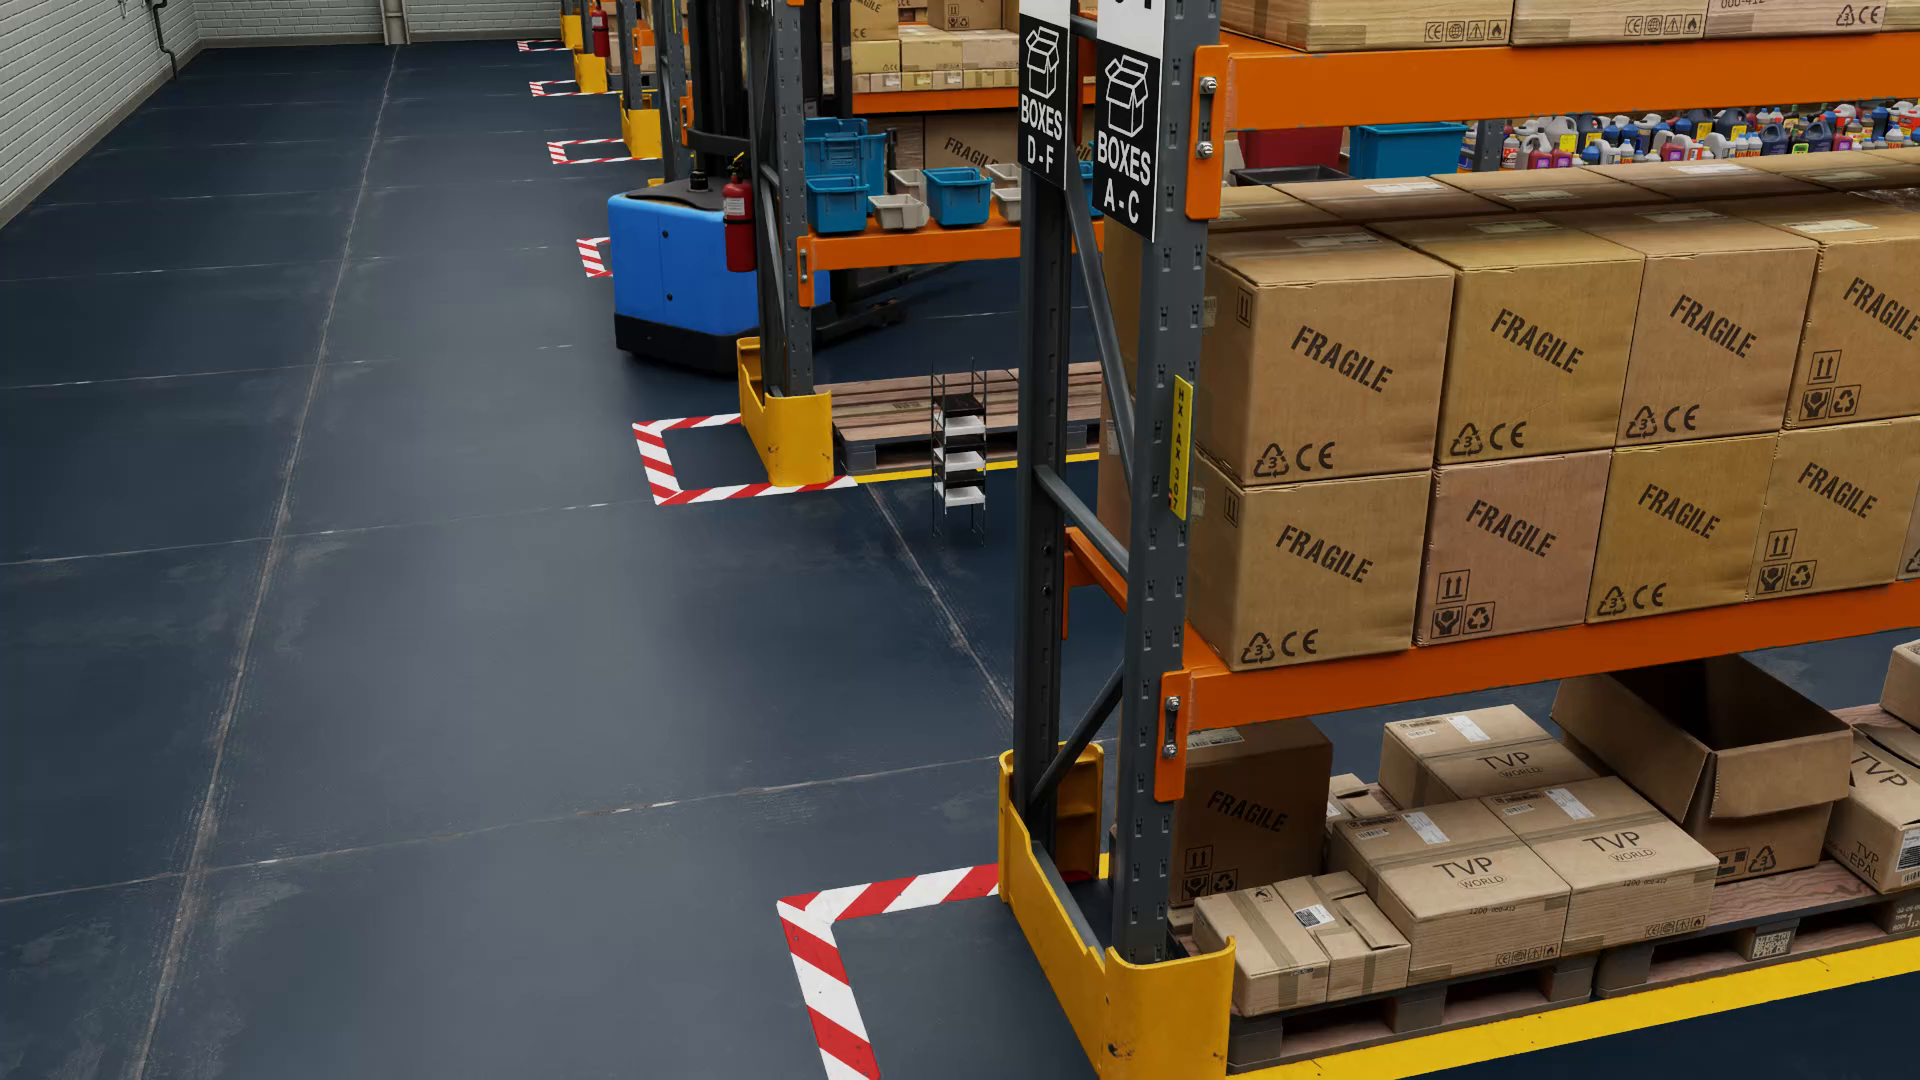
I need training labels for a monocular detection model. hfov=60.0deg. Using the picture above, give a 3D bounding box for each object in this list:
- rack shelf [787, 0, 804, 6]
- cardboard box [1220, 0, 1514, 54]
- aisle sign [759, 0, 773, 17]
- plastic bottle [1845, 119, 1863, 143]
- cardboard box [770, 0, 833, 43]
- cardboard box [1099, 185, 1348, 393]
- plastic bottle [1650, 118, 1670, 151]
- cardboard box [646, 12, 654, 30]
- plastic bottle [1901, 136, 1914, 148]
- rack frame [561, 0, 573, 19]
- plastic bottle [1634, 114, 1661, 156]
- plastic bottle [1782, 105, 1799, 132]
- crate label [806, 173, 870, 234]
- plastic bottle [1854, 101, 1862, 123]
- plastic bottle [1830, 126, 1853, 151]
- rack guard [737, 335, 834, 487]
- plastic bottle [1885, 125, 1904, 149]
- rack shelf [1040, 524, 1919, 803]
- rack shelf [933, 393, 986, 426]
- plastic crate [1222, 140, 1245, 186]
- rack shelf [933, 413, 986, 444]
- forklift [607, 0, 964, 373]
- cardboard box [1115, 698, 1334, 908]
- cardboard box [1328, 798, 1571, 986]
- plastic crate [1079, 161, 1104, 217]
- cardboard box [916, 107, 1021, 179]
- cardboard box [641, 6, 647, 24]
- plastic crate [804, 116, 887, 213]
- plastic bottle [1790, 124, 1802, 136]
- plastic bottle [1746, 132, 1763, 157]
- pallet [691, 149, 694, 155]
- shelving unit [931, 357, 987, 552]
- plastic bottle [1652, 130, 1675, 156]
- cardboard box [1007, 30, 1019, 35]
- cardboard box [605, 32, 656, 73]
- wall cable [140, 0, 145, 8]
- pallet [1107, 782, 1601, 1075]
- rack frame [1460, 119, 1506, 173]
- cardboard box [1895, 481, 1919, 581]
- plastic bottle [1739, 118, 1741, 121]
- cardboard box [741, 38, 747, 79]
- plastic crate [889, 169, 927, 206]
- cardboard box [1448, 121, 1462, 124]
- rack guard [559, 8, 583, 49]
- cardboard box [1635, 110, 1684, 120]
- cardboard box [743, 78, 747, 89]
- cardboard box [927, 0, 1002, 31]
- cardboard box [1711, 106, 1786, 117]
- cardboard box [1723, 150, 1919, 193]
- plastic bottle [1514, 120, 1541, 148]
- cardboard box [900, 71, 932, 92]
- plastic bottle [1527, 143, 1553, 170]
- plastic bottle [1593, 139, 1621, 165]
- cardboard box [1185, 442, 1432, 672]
[{"bbox_3d":[0.952,-3.162,8.925,4.000,0.370,1.077,-6,24,-14],"label":"rack shelf"},{"bbox_3d":[0.924,-1.288,3.835,0.500,0.250,0.500,-6,24,-14],"label":"cardboard box"},{"bbox_3d":[-0.962,-2.976,8.084,0.004,0.787,0.394,-6,24,-14],"label":"aisle sign"},{"bbox_3d":[5.831,-2.644,10.861,0.097,0.201,0.097,0,23,0],"label":"plastic bottle"},{"bbox_3d":[-1.295,-4.196,13.088,0.500,0.500,0.500,-7,24,-16],"label":"cardboard box"},{"bbox_3d":[0.715,-0.678,4.631,0.500,0.500,0.500,-7,24,-15],"label":"cardboard box"},{"bbox_3d":[4.412,-2.519,10.481,0.097,0.271,0.097,0,23,0],"label":"plastic bottle"},{"bbox_3d":[-3.153,-5.470,17.514,0.250,0.149,0.380,-7,24,-15],"label":"cardboard box"},{"bbox_3d":[5.836,-2.396,10.283,0.097,0.201,0.097,0,23,0],"label":"plastic bottle"},{"bbox_3d":[-6.333,-9.428,26.420,0.127,3.000,1.000,-6,24,-14],"label":"rack frame"},{"bbox_3d":[4.360,-2.567,10.586,0.135,0.276,0.152,-6,24,-14],"label":"plastic bottle"},{"bbox_3d":[5.416,-2.706,10.900,0.133,0.283,0.061,-6,24,-14],"label":"plastic bottle"},{"bbox_3d":[-0.647,-1.754,8.669,0.303,0.233,0.416,-6,24,-14],"label":"crate label"},{"bbox_3d":[5.896,-2.759,11.024,0.133,0.283,0.061,-6,24,-14],"label":"plastic bottle"},{"bbox_3d":[5.354,-2.373,10.125,0.133,0.283,0.061,-6,24,-14],"label":"plastic bottle"},{"bbox_3d":[-0.993,-0.745,9.353,0.348,0.500,1.175,-6,24,-14],"label":"rack guard"},{"bbox_3d":[5.742,-2.418,10.245,0.097,0.271,0.097,0,23,0],"label":"plastic bottle"},{"bbox_3d":[2.287,0.097,5.132,4.000,0.370,1.077,-6,24,-14],"label":"rack shelf"},{"bbox_3d":[-0.008,-0.630,7.977,0.200,0.077,0.258,-6,24,-14],"label":"rack shelf"},{"bbox_3d":[1.358,-2.208,9.666,0.530,0.282,0.437,-6,24,-14],"label":"plastic crate"},{"bbox_3d":[-0.008,-0.547,8.013,0.200,0.077,0.258,-6,24,-14],"label":"rack shelf"},{"bbox_3d":[-1.028,-2.932,11.367,1.130,2.935,3.031,16,28,32],"label":"forklift"},{"bbox_3d":[0.818,0.775,5.253,0.500,0.500,0.500,-6,24,-14],"label":"cardboard box"},{"bbox_3d":[1.443,1.037,4.957,0.500,0.250,0.500,-6,24,-14],"label":"cardboard box"},{"bbox_3d":[0.621,-1.894,8.996,0.300,0.233,0.416,-6,24,-14],"label":"plastic crate"},{"bbox_3d":[0.016,-3.289,14.273,0.875,0.875,0.875,-6,24,-14],"label":"cardboard box"},{"bbox_3d":[-3.316,-5.702,18.054,0.250,0.149,0.380,-6,24,-14],"label":"cardboard box"},{"bbox_3d":[-0.701,-2.052,9.107,0.499,0.435,0.616,-6,24,-14],"label":"plastic crate"},{"bbox_3d":[5.138,-2.408,10.207,0.133,0.283,0.061,-6,24,-14],"label":"plastic bottle"},{"bbox_3d":[4.754,-2.309,9.990,0.097,0.271,0.097,0,23,0],"label":"plastic bottle"},{"bbox_3d":[-2.689,-4.476,18.413,1.213,0.211,1.003,-6,24,-14],"label":"pallet"},{"bbox_3d":[-0.008,-0.413,8.071,0.210,0.900,0.258,-6,24,-14],"label":"shelving unit"},{"bbox_3d":[4.277,-2.332,10.037,0.135,0.276,0.152,-6,24,-14],"label":"plastic bottle"},{"bbox_3d":[0.688,-4.073,13.752,0.500,0.250,0.500,-6,24,-13],"label":"cardboard box"},{"bbox_3d":[-4.380,-6.668,22.703,0.875,0.438,0.875,-7,24,-16],"label":"cardboard box"},{"bbox_3d":[-10.805,-7.939,21.660,0.122,1.984,0.588,-6,24,-14],"label":"wall cable"},{"bbox_3d":[1.202,1.168,5.261,1.213,0.211,1.003,-6,24,-14],"label":"pallet"},{"bbox_3d":[2.878,-2.328,9.871,0.127,3.000,1.000,-6,24,-14],"label":"rack frame"},{"bbox_3d":[2.810,-0.231,4.857,0.500,0.500,0.500,-6,24,-13],"label":"cardboard box"},{"bbox_3d":[4.994,-2.646,10.776,0.097,0.271,0.097,0,23,0],"label":"plastic bottle"},{"bbox_3d":[-1.776,-3.798,13.111,0.500,0.250,0.500,-7,24,-16],"label":"cardboard box"},{"bbox_3d":[-0.237,-1.964,9.280,0.243,0.136,0.396,-6,24,-14],"label":"plastic crate"},{"bbox_3d":[3.861,-3.693,15.215,0.875,0.875,1.225,-6,24,-14],"label":"cardboard box"},{"bbox_3d":[-6.259,-8.288,26.931,0.348,0.500,1.175,-6,24,-14],"label":"rack guard"},{"bbox_3d":[6.536,-4.175,15.838,0.500,0.250,0.500,-4,23,-8],"label":"cardboard box"},{"bbox_3d":[-1.634,-3.607,13.171,0.250,0.149,0.380,-7,24,-15],"label":"cardboard box"},{"bbox_3d":[0.034,-4.560,13.935,0.500,0.500,0.500,-7,24,-16],"label":"cardboard box"},{"bbox_3d":[7.643,-3.953,16.271,0.500,0.500,0.700,-8,25,-19],"label":"cardboard box"},{"bbox_3d":[2.691,-0.899,5.146,0.500,0.500,0.500,-7,24,-16],"label":"cardboard box"},{"bbox_3d":[3.522,-2.474,10.370,0.135,0.276,0.152,-6,24,-14],"label":"plastic bottle"},{"bbox_3d":[-0.400,-3.743,13.489,0.250,0.149,0.380,-7,24,-16],"label":"cardboard box"},{"bbox_3d":[3.346,-2.151,9.607,0.133,0.283,0.061,-6,24,-14],"label":"plastic bottle"},{"bbox_3d":[3.779,-2.214,9.764,0.135,0.276,0.152,-6,24,-14],"label":"plastic bottle"},{"bbox_3d":[0.859,-0.014,4.351,0.500,0.500,0.500,-6,24,-13],"label":"cardboard box"}]
